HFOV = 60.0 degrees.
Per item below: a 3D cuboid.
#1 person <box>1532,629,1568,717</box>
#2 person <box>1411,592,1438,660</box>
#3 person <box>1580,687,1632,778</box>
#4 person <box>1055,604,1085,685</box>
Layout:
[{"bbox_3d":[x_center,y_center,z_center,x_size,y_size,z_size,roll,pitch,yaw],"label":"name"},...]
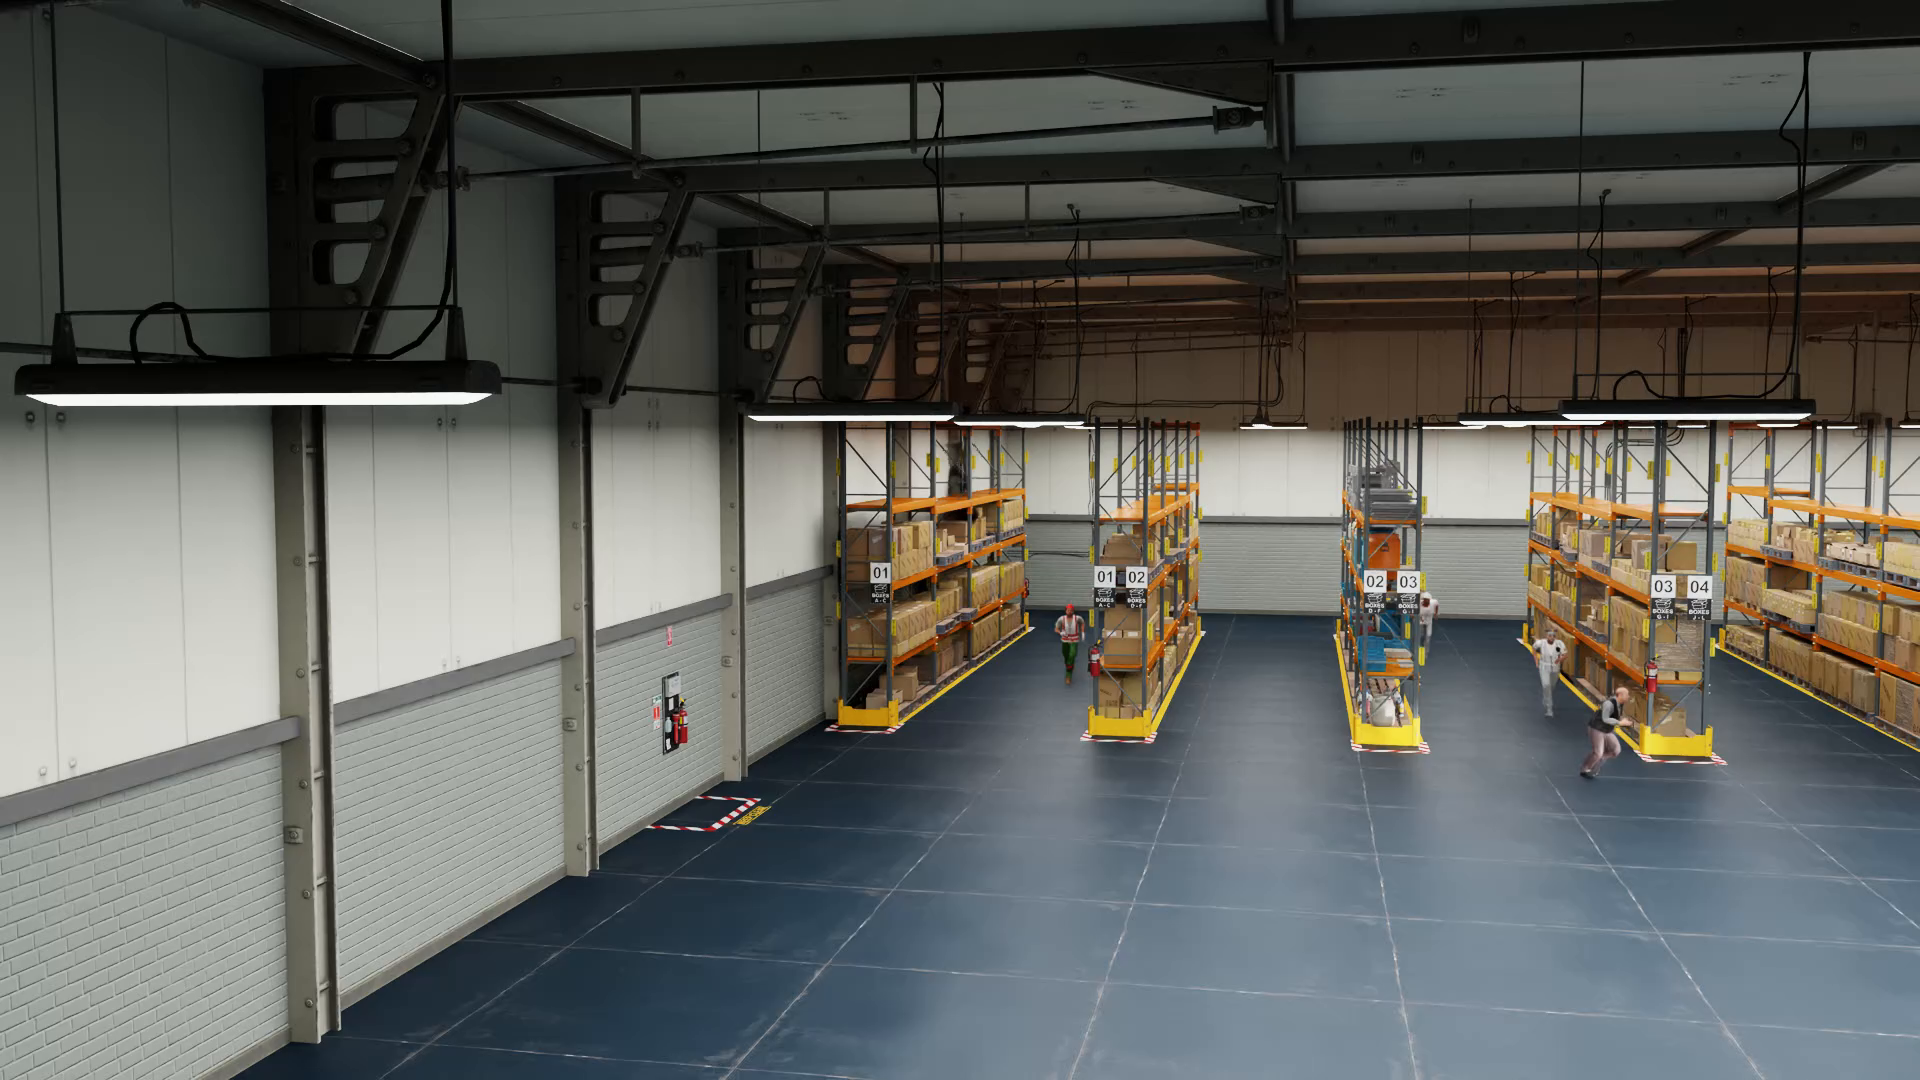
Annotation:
[{"bbox_3d":[12.029,2.663,33.919,0.663,1.789,1.038,0,4,7],"label":"person"},{"bbox_3d":[11.794,2.156,42.367,0.743,1.713,1.056,0,4,-2],"label":"person"},{"bbox_3d":[10.684,3.161,27.398,0.687,1.551,0.878,-4,5,-45],"label":"person"},{"bbox_3d":[2.512,2.355,38.113,0.687,1.797,1.037,0,4,5],"label":"person"}]
